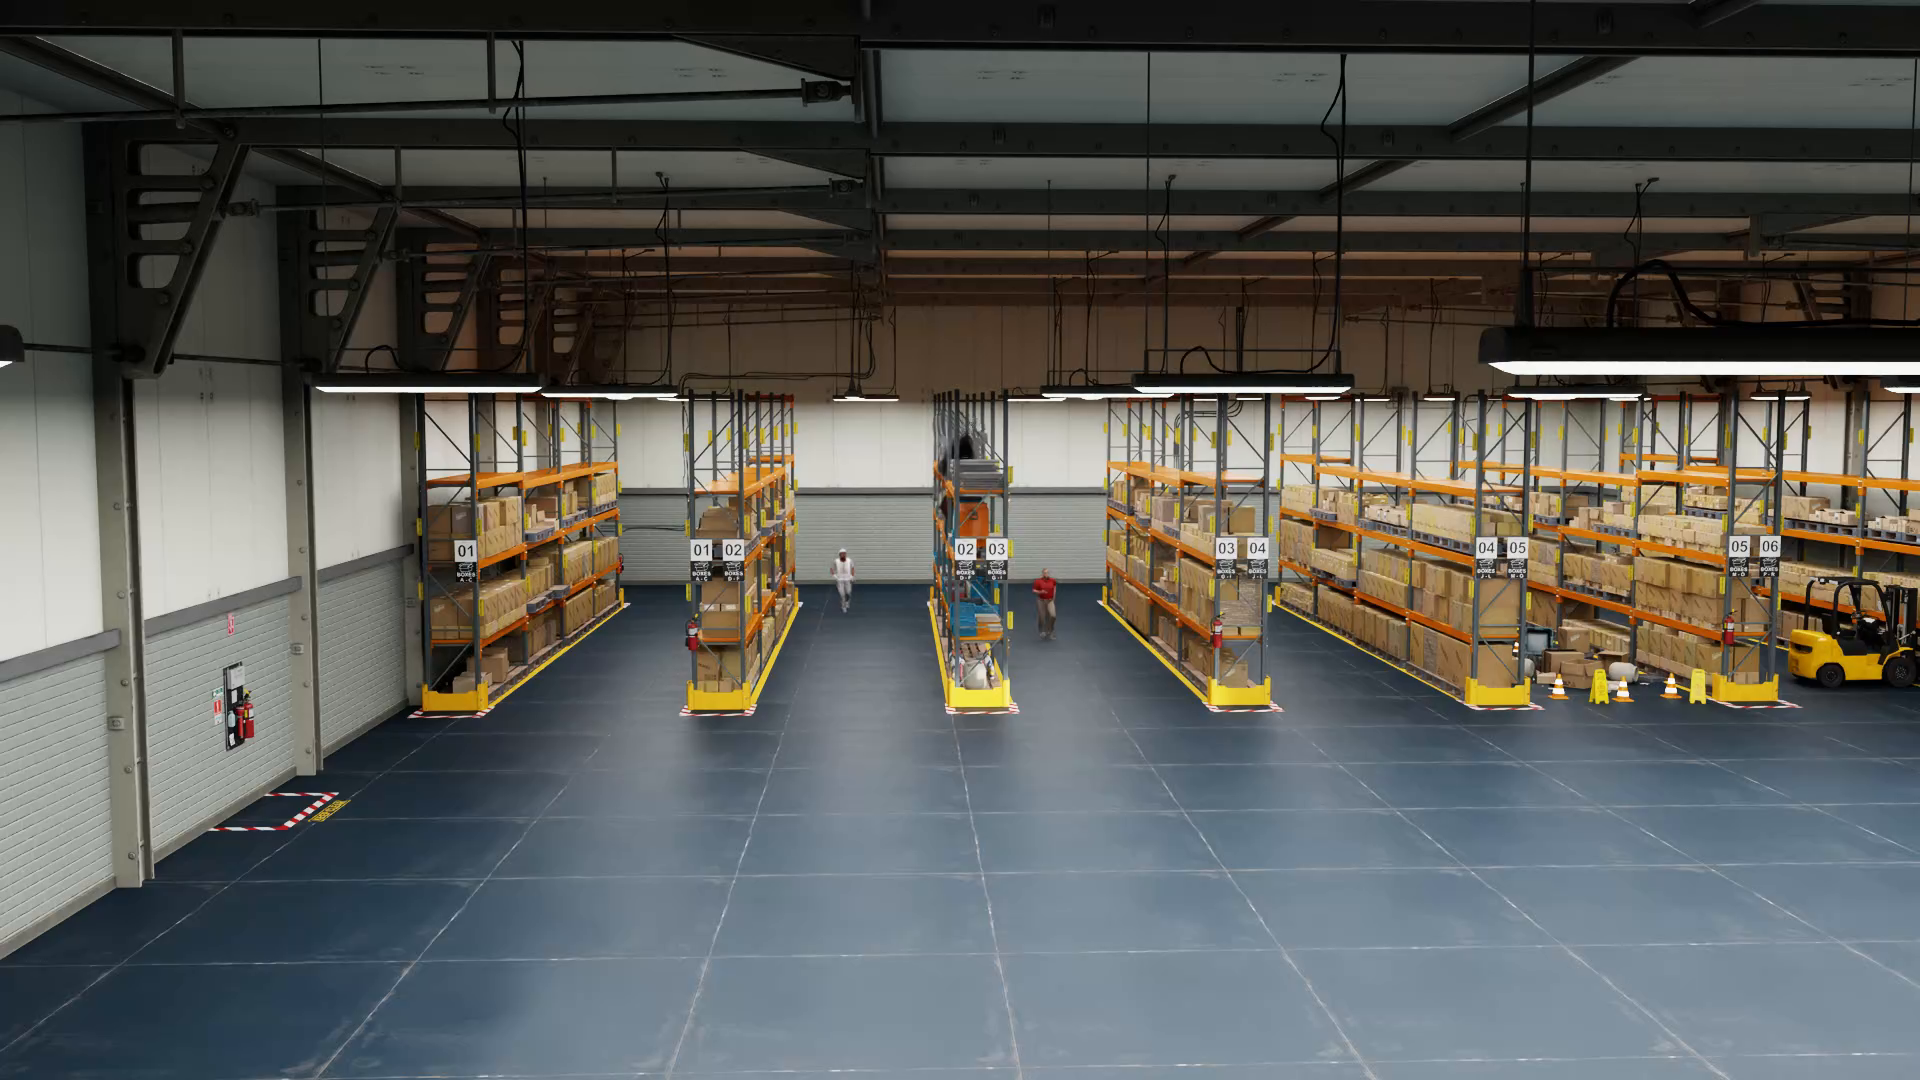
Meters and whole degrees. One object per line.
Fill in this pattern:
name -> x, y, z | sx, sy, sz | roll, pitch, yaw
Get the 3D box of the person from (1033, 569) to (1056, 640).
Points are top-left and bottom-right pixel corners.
person -> 2.073, 1.576, 40.600 | 0.640, 1.769, 0.803 | -1, 5, -9

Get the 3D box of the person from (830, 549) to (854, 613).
person -> -3.245, 1.114, 45.891 | 0.689, 1.749, 0.603 | -1, 5, -11
